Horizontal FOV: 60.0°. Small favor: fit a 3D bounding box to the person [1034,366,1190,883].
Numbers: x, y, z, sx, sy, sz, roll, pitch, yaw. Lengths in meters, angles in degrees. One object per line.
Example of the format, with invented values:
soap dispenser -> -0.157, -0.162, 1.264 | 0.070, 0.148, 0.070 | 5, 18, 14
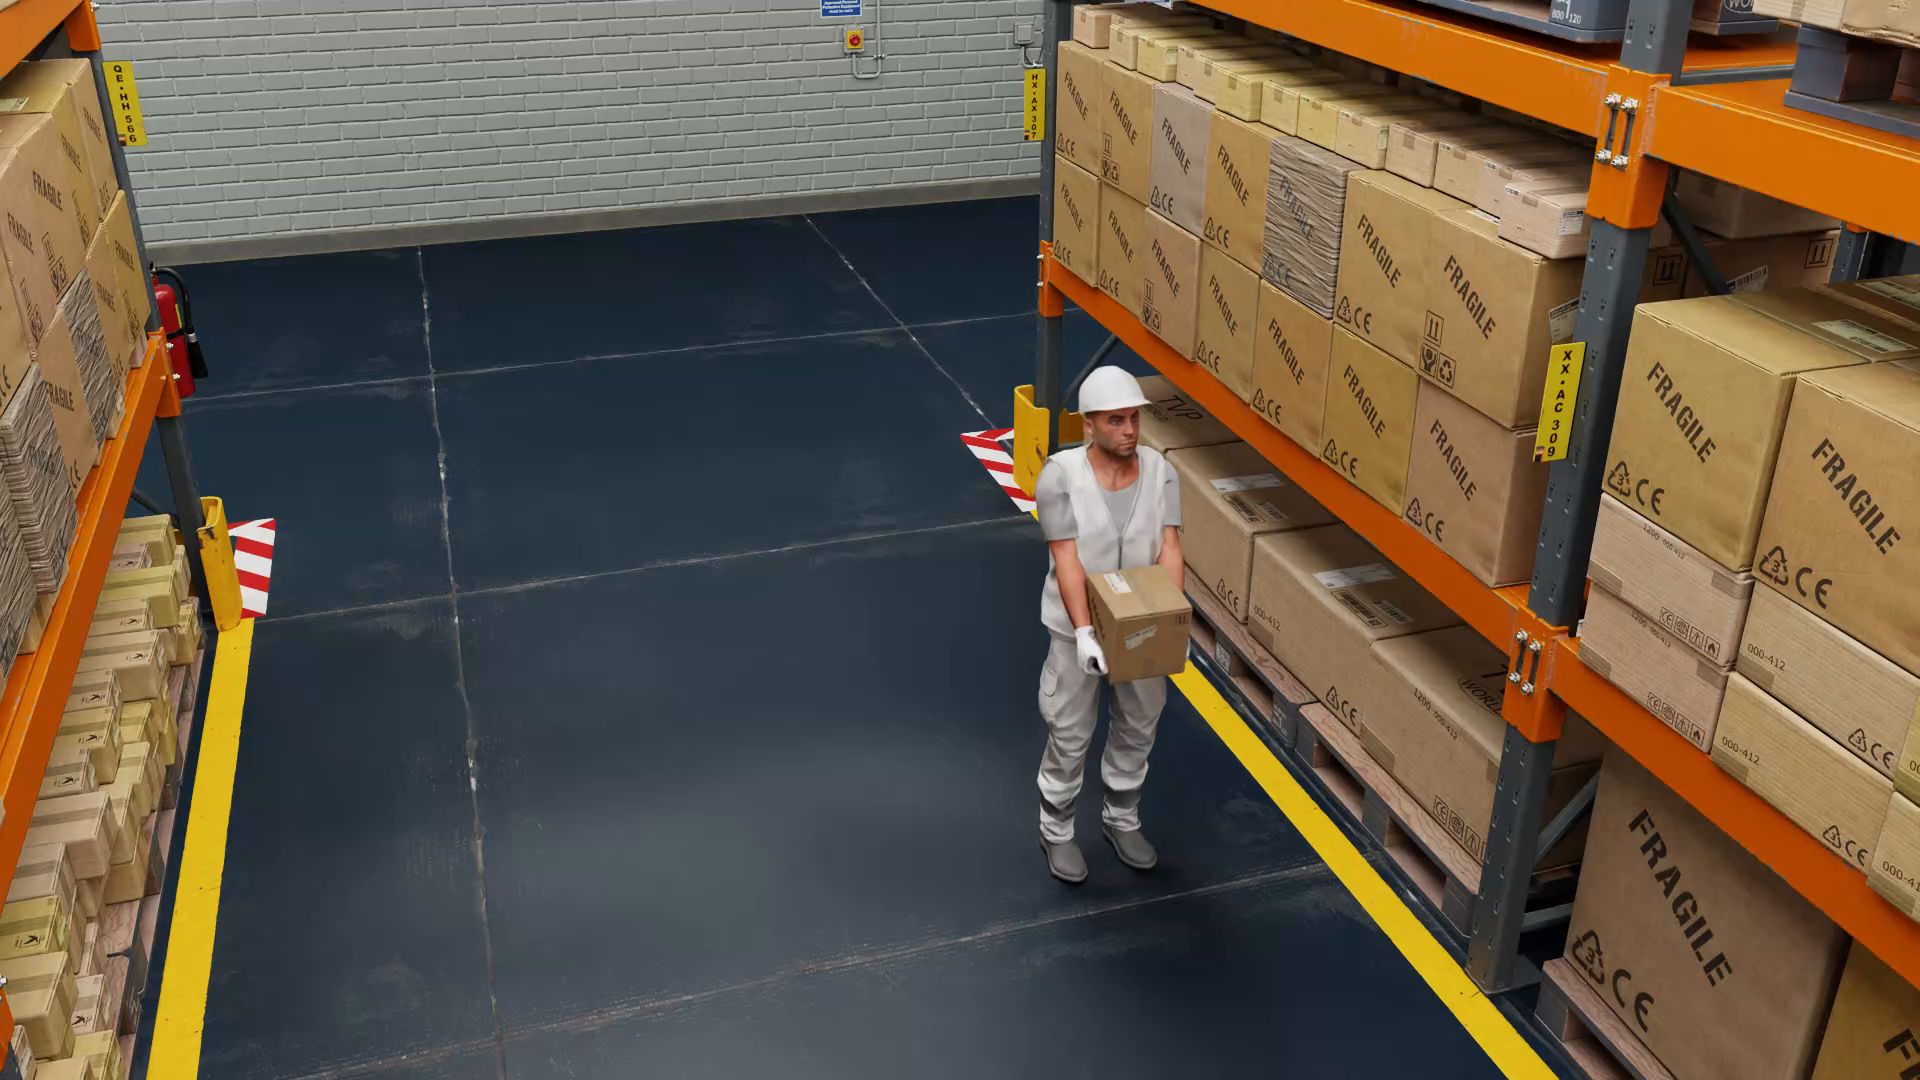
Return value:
person -> 0.512, 0.332, 5.413 | 0.494, 1.783, 0.559 | -8, 27, -15
